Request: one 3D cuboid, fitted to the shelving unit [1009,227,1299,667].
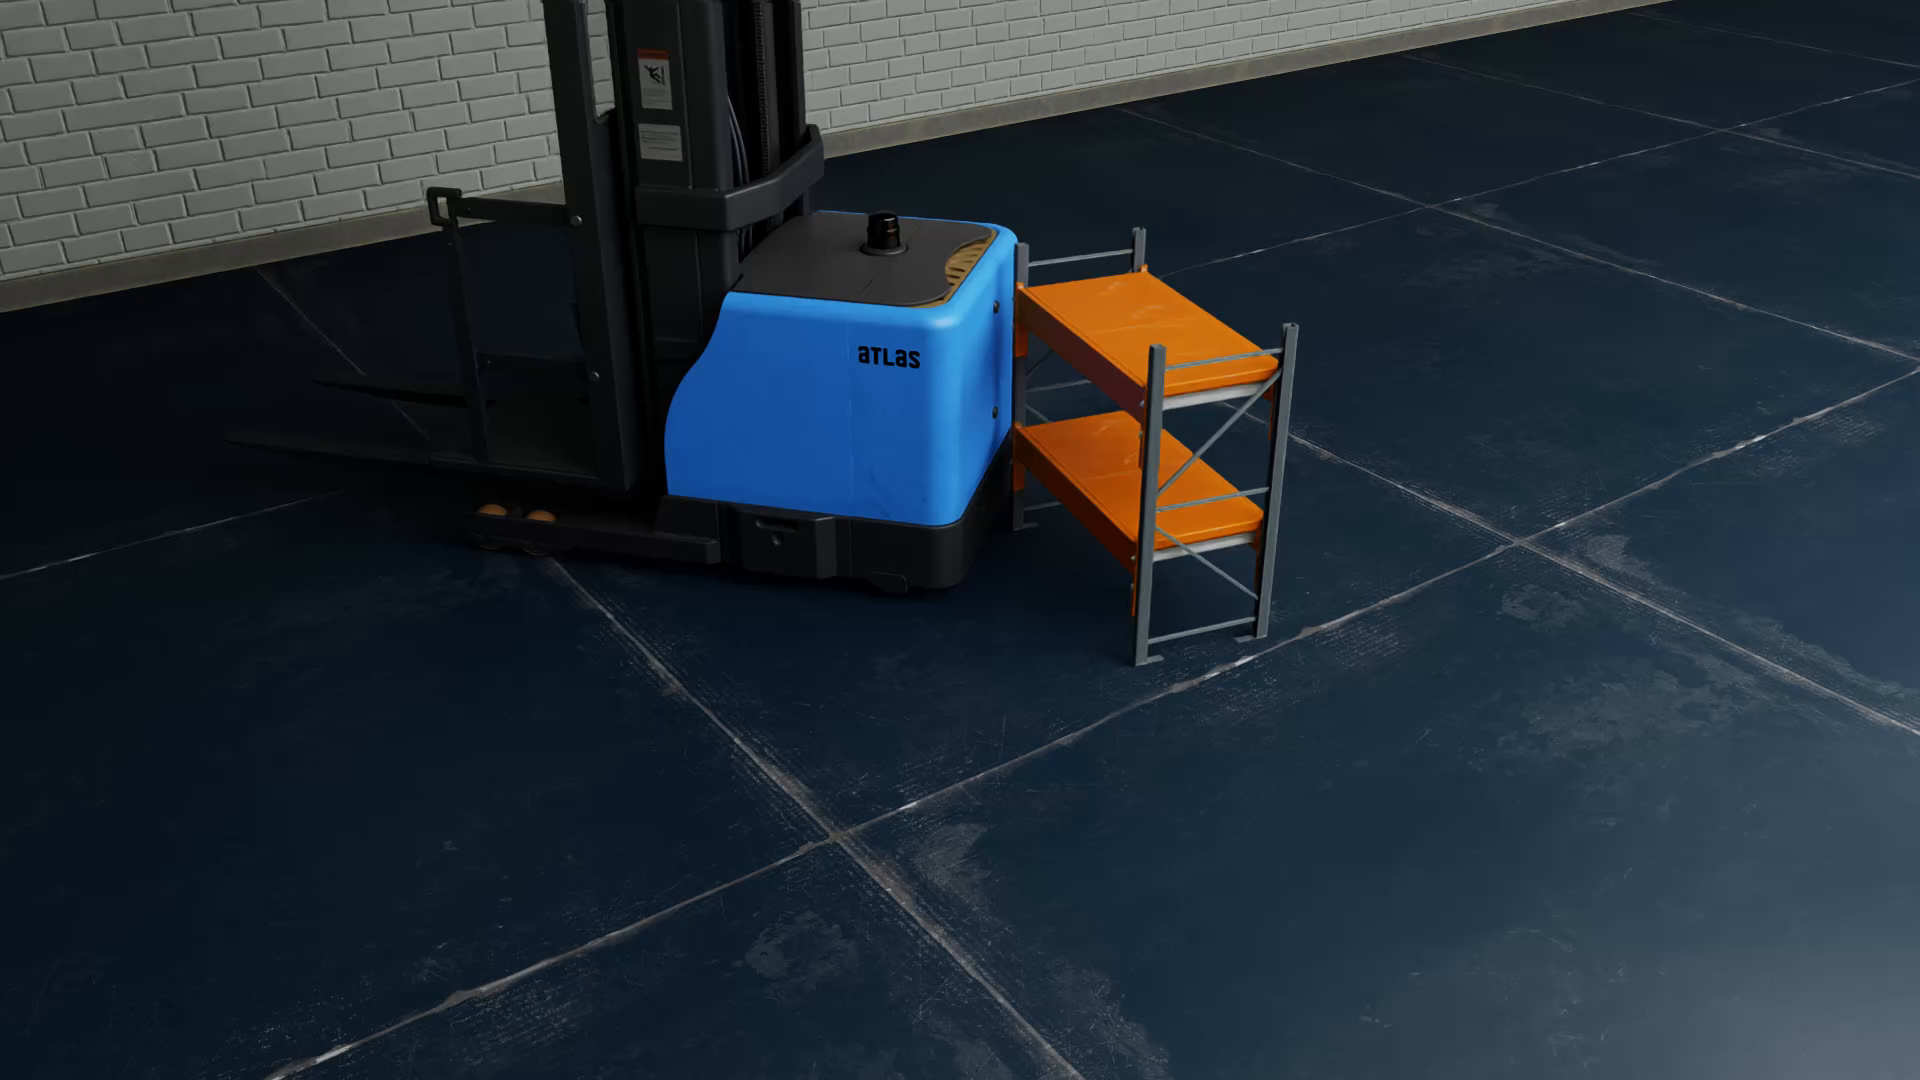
[{"bbox_3d":[0.615,-0.351,5.718,0.538,1.125,1.048,-11,30,-19],"label":"shelving unit"}]

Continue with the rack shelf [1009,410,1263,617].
[{"bbox_3d":[0.615,-0.137,5.835,0.538,0.278,1.000,-11,30,-19],"label":"rack shelf"}]

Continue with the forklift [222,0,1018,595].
[{"bbox_3d":[-1.347,-1.465,5.876,3.031,2.935,1.130,7,29,13],"label":"forklift"}]

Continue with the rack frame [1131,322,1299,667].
[{"bbox_3d":[0.803,-0.126,5.304,0.500,1.125,0.032,-11,30,-19],"label":"rack frame"}]

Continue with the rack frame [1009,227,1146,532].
[{"bbox_3d":[0.427,-0.577,6.133,0.500,1.125,0.032,-11,30,-19],"label":"rack frame"}]

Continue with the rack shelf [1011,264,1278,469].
[{"bbox_3d":[0.615,-0.609,5.579,0.538,0.278,1.000,-11,30,-19],"label":"rack shelf"}]
